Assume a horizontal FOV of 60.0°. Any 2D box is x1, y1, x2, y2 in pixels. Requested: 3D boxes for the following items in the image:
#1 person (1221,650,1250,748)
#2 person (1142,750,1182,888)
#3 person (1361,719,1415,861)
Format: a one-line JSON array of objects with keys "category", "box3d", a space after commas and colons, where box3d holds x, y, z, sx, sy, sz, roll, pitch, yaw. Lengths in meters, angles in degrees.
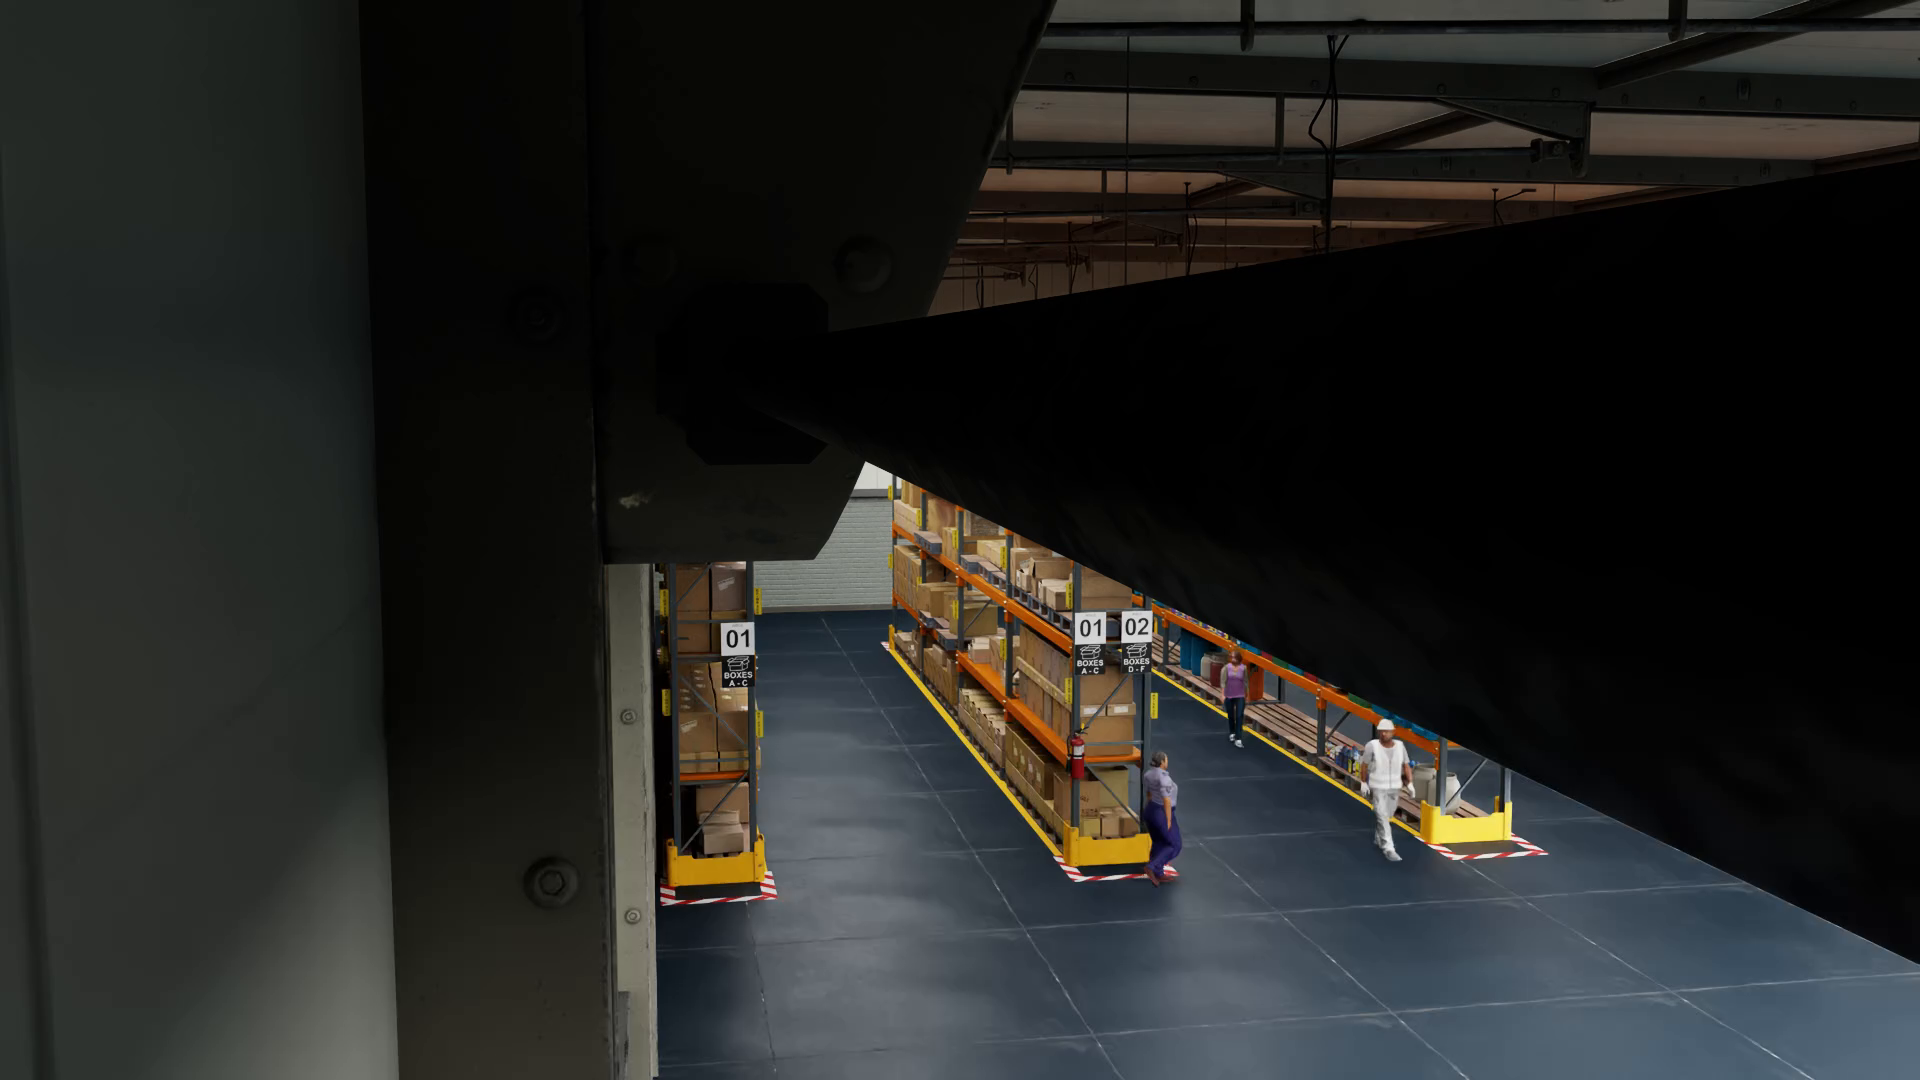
[{"category": "person", "box3d": [4.511, 2.606, 27.346, 0.454, 1.521, 0.892, 2, 7, 20]}, {"category": "person", "box3d": [2.381, 3.343, 20.004, 0.565, 1.638, 0.517, -3, 7, -27]}, {"category": "person", "box3d": [5.466, 3.158, 21.111, 0.575, 1.738, 1.025, -1, 6, -8]}]
